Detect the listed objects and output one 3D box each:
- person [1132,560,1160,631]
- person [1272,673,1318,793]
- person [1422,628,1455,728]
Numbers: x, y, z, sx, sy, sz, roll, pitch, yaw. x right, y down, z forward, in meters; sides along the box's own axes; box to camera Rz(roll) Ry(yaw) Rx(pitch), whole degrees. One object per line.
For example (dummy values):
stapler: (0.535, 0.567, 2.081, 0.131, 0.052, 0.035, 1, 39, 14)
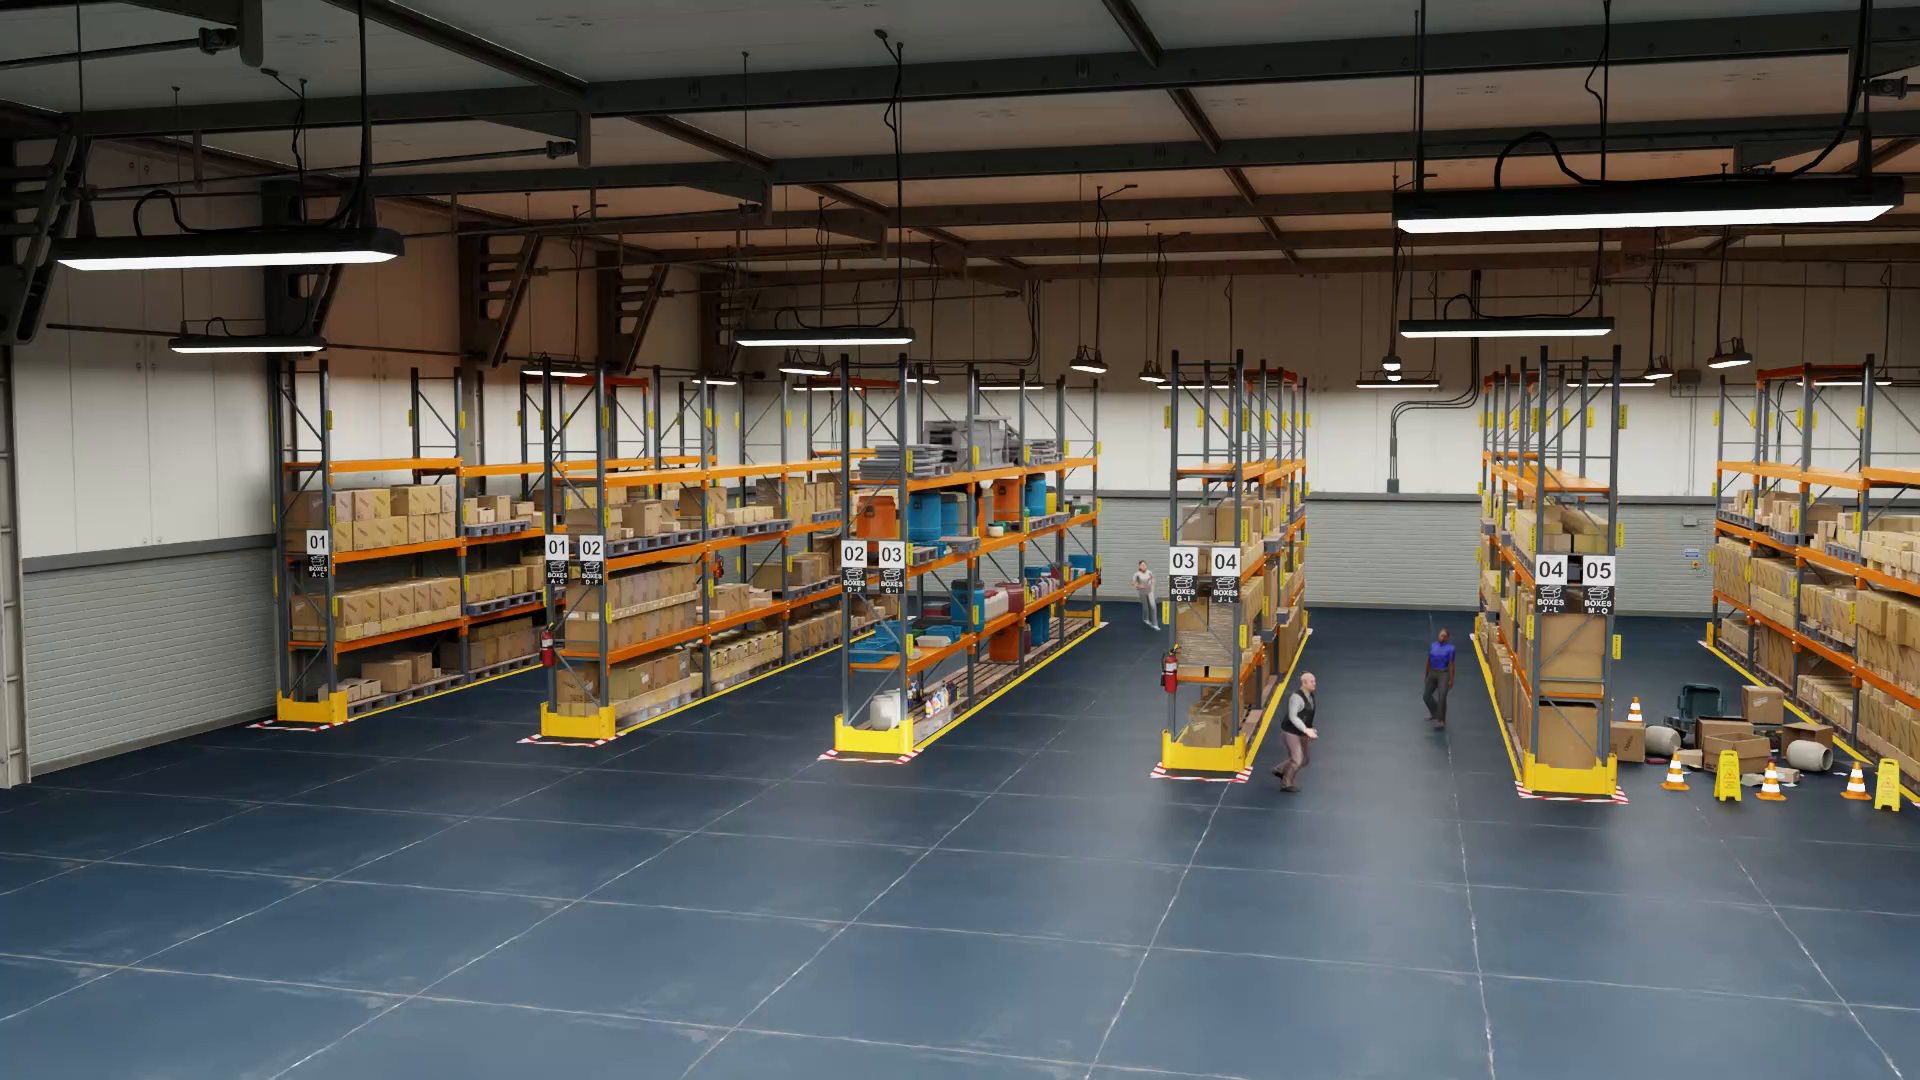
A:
person: (4.419, 1.314, 40.027, 0.596, 1.657, 0.905, -1, 4, -10)
person: (4.488, 2.578, 22.292, 0.755, 1.644, 0.631, 3, 5, 39)
person: (7.822, 2.230, 27.170, 0.587, 1.638, 0.445, 4, 6, 42)
